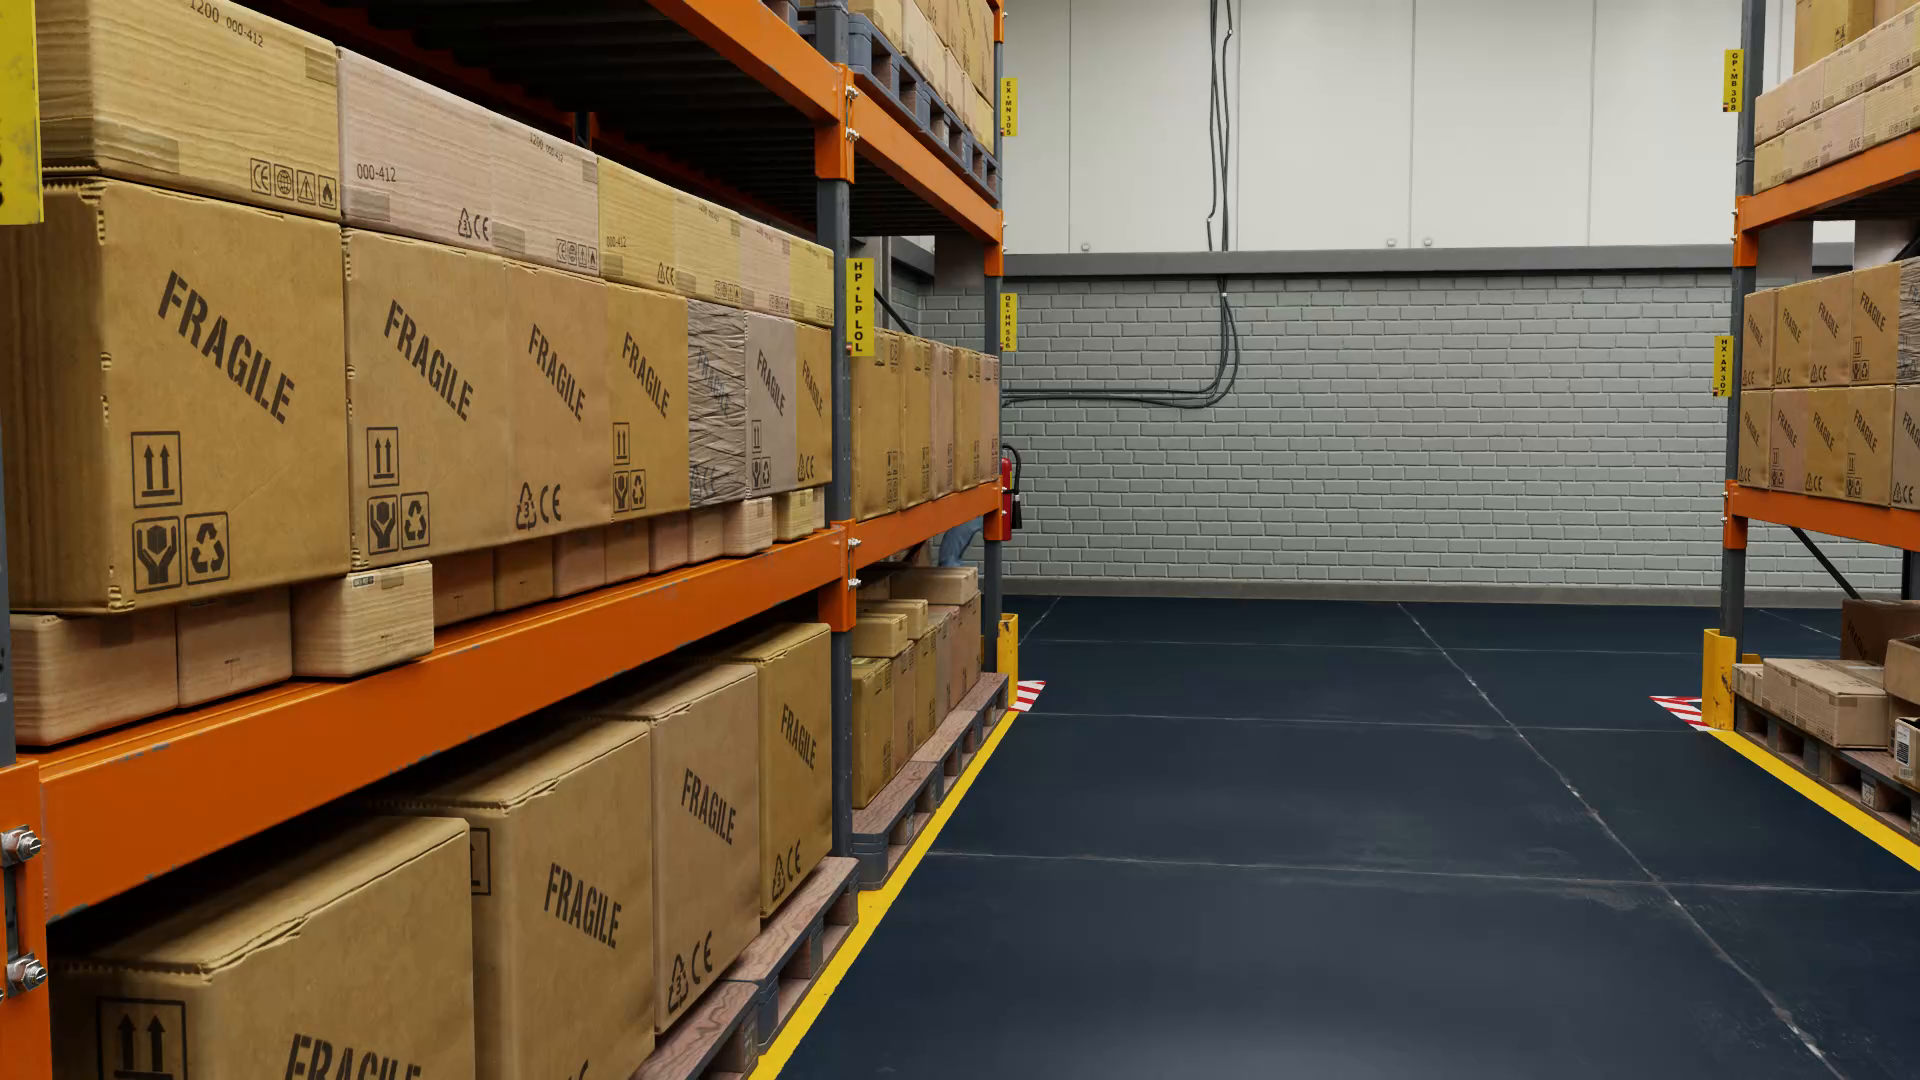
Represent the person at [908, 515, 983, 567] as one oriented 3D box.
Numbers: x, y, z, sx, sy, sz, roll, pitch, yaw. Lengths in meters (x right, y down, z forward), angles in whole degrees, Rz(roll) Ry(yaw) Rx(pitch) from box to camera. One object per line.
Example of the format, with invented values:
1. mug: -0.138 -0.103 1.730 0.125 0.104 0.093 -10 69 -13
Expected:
1. person: -0.237 0.017 13.631 0.956 1.242 0.475 1 4 7
